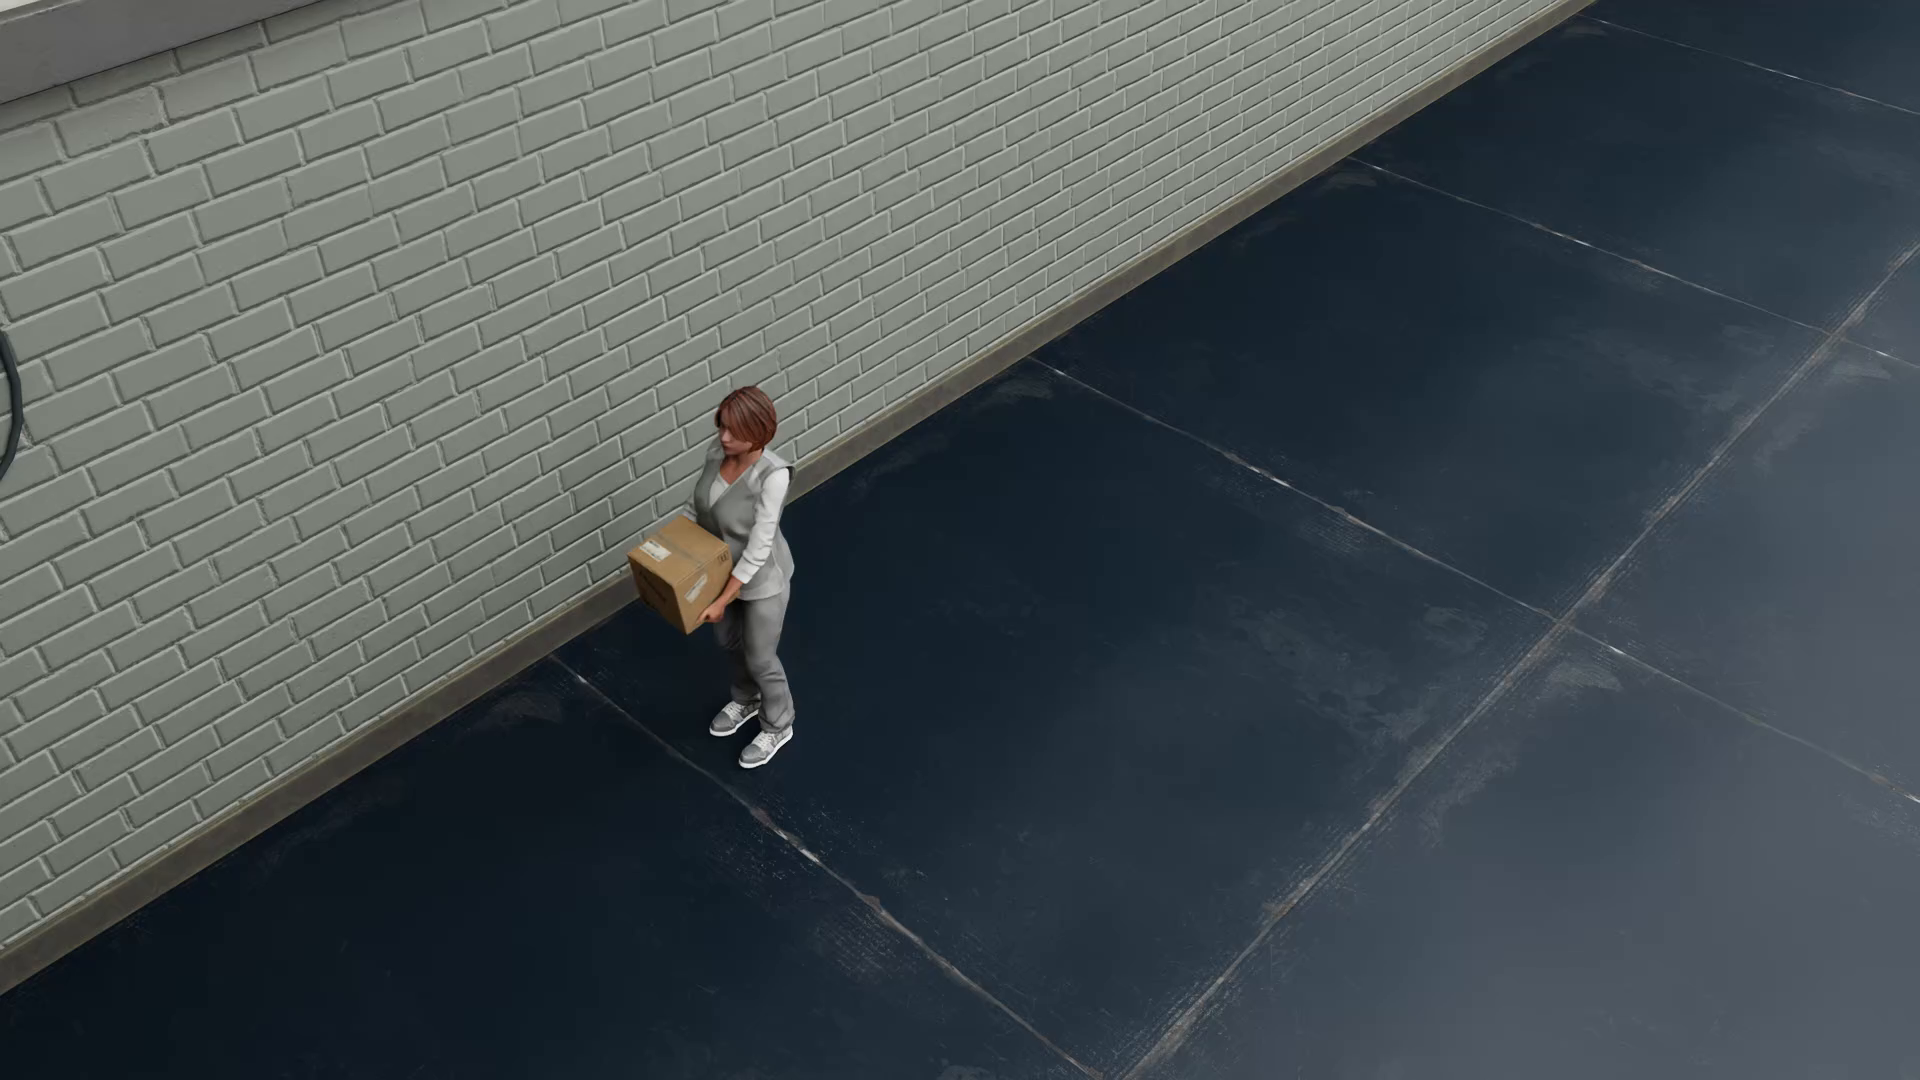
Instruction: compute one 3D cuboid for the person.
[{"bbox_3d":[-0.826,0.172,5.963,0.405,1.589,0.500,31,49,32],"label":"person"}]
